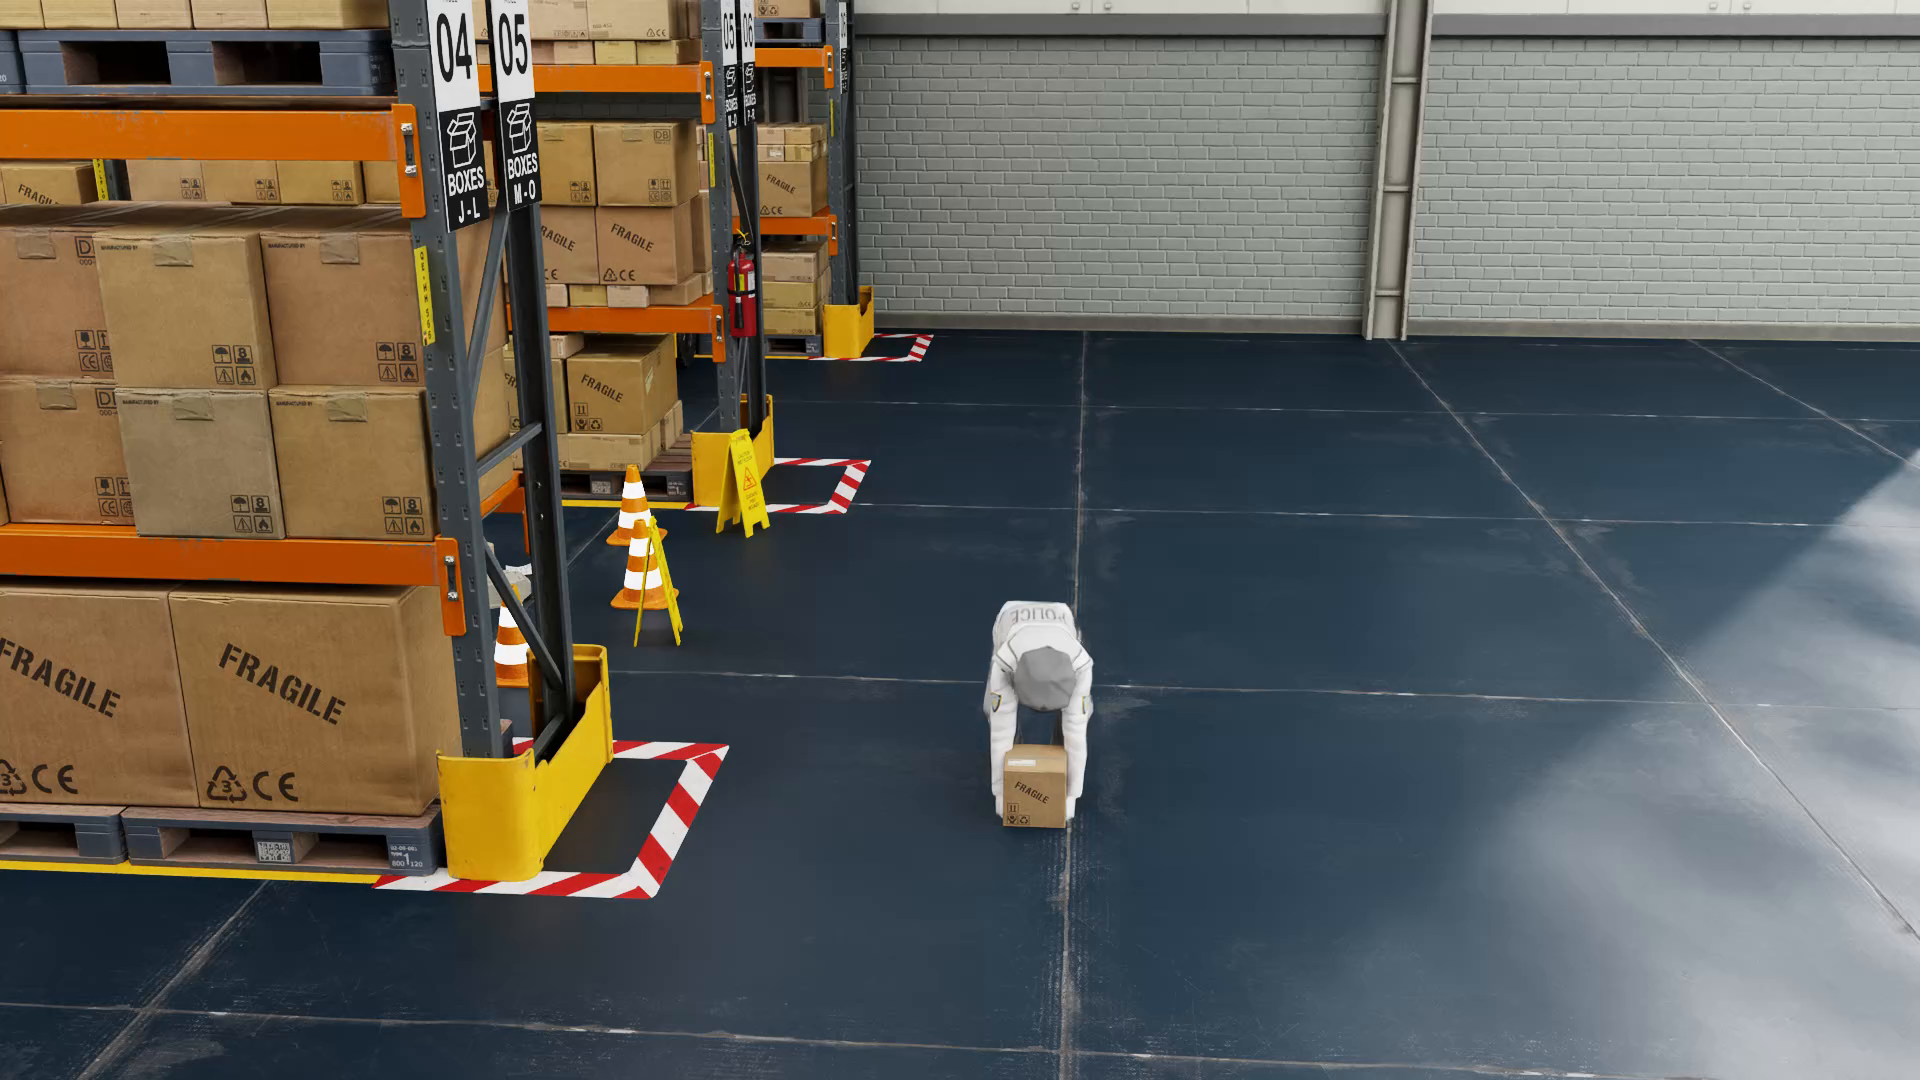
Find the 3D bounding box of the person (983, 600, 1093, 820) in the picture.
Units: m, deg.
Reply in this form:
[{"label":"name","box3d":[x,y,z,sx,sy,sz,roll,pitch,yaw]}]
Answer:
[{"label":"person","box3d":[0.327,0.681,6.955,0.456,0.758,0.915,1,18,2]}]
